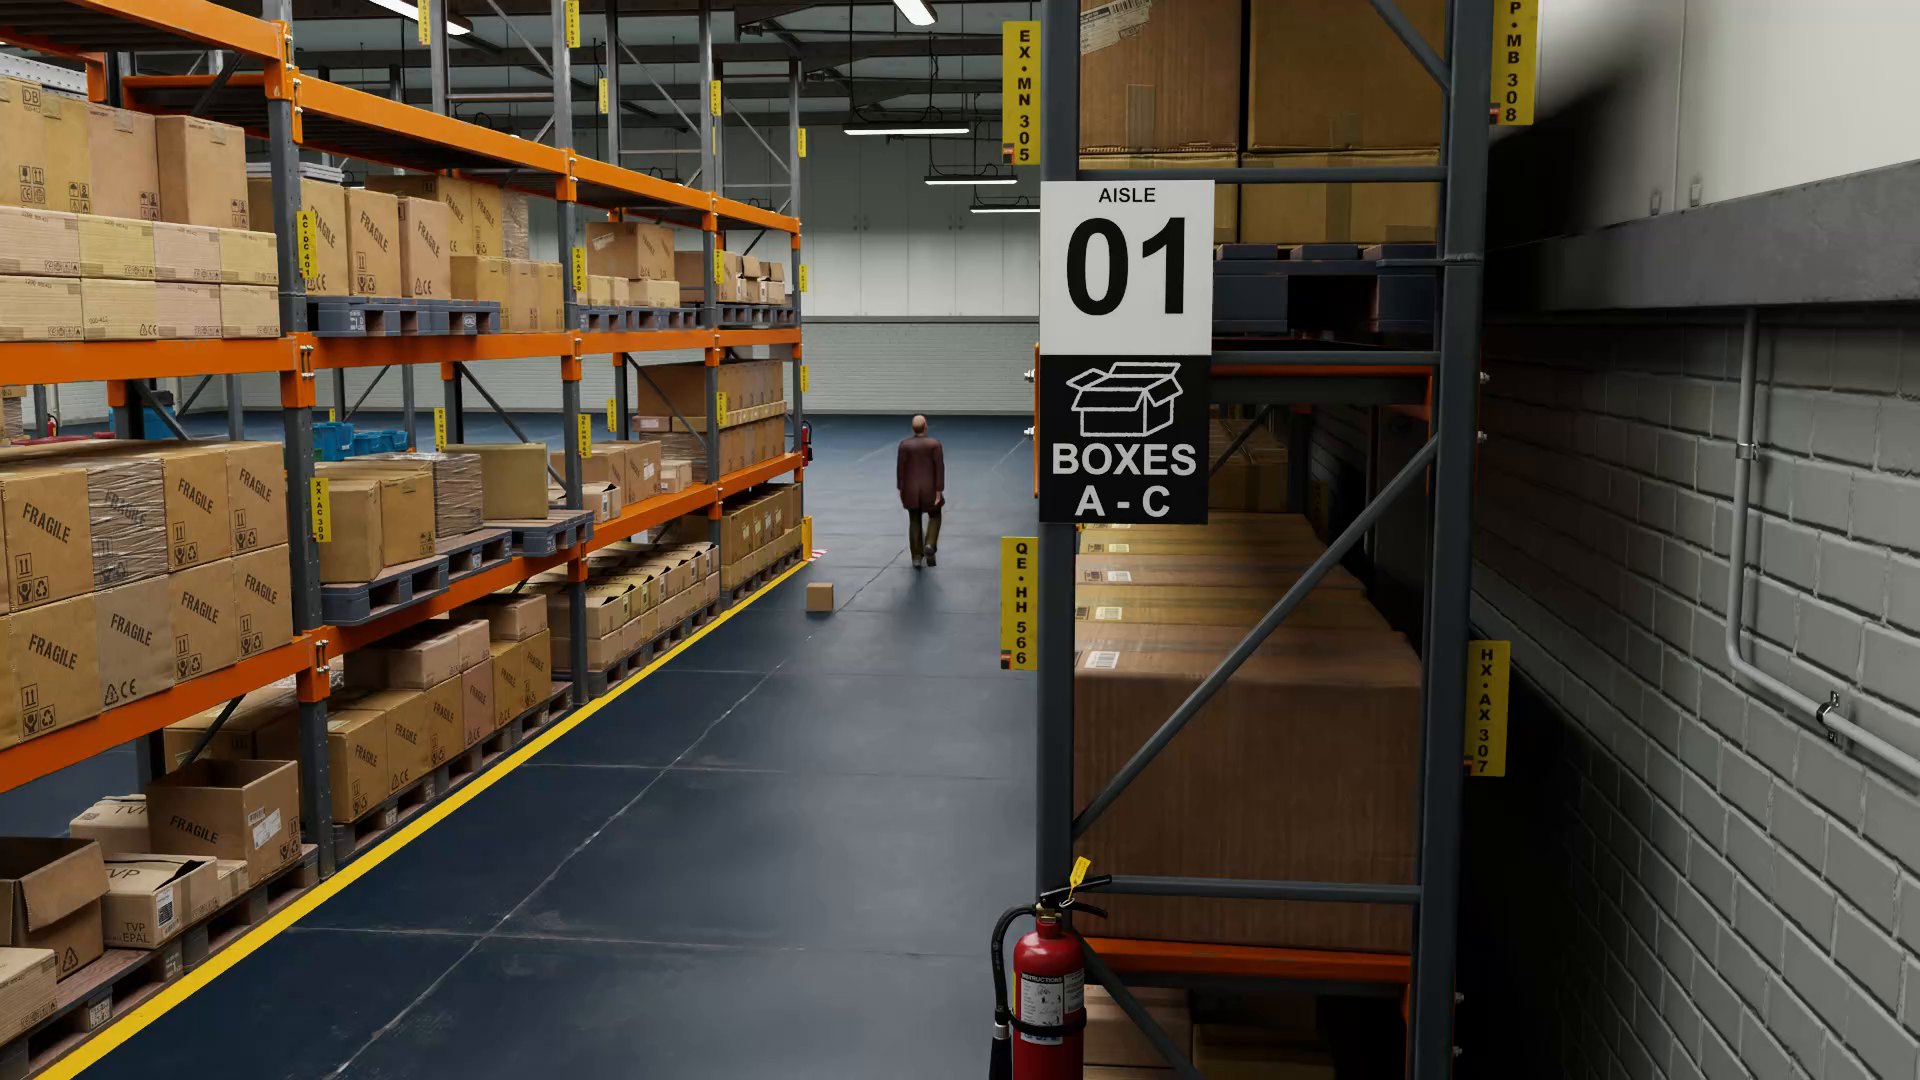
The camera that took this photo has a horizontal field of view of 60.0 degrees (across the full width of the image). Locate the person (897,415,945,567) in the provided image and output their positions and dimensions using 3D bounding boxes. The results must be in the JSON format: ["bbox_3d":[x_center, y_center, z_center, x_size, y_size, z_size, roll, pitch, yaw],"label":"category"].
[{"bbox_3d":[-0.456,-0.574,19.662,0.577,1.807,0.476,1,7,4],"label":"person"}]
